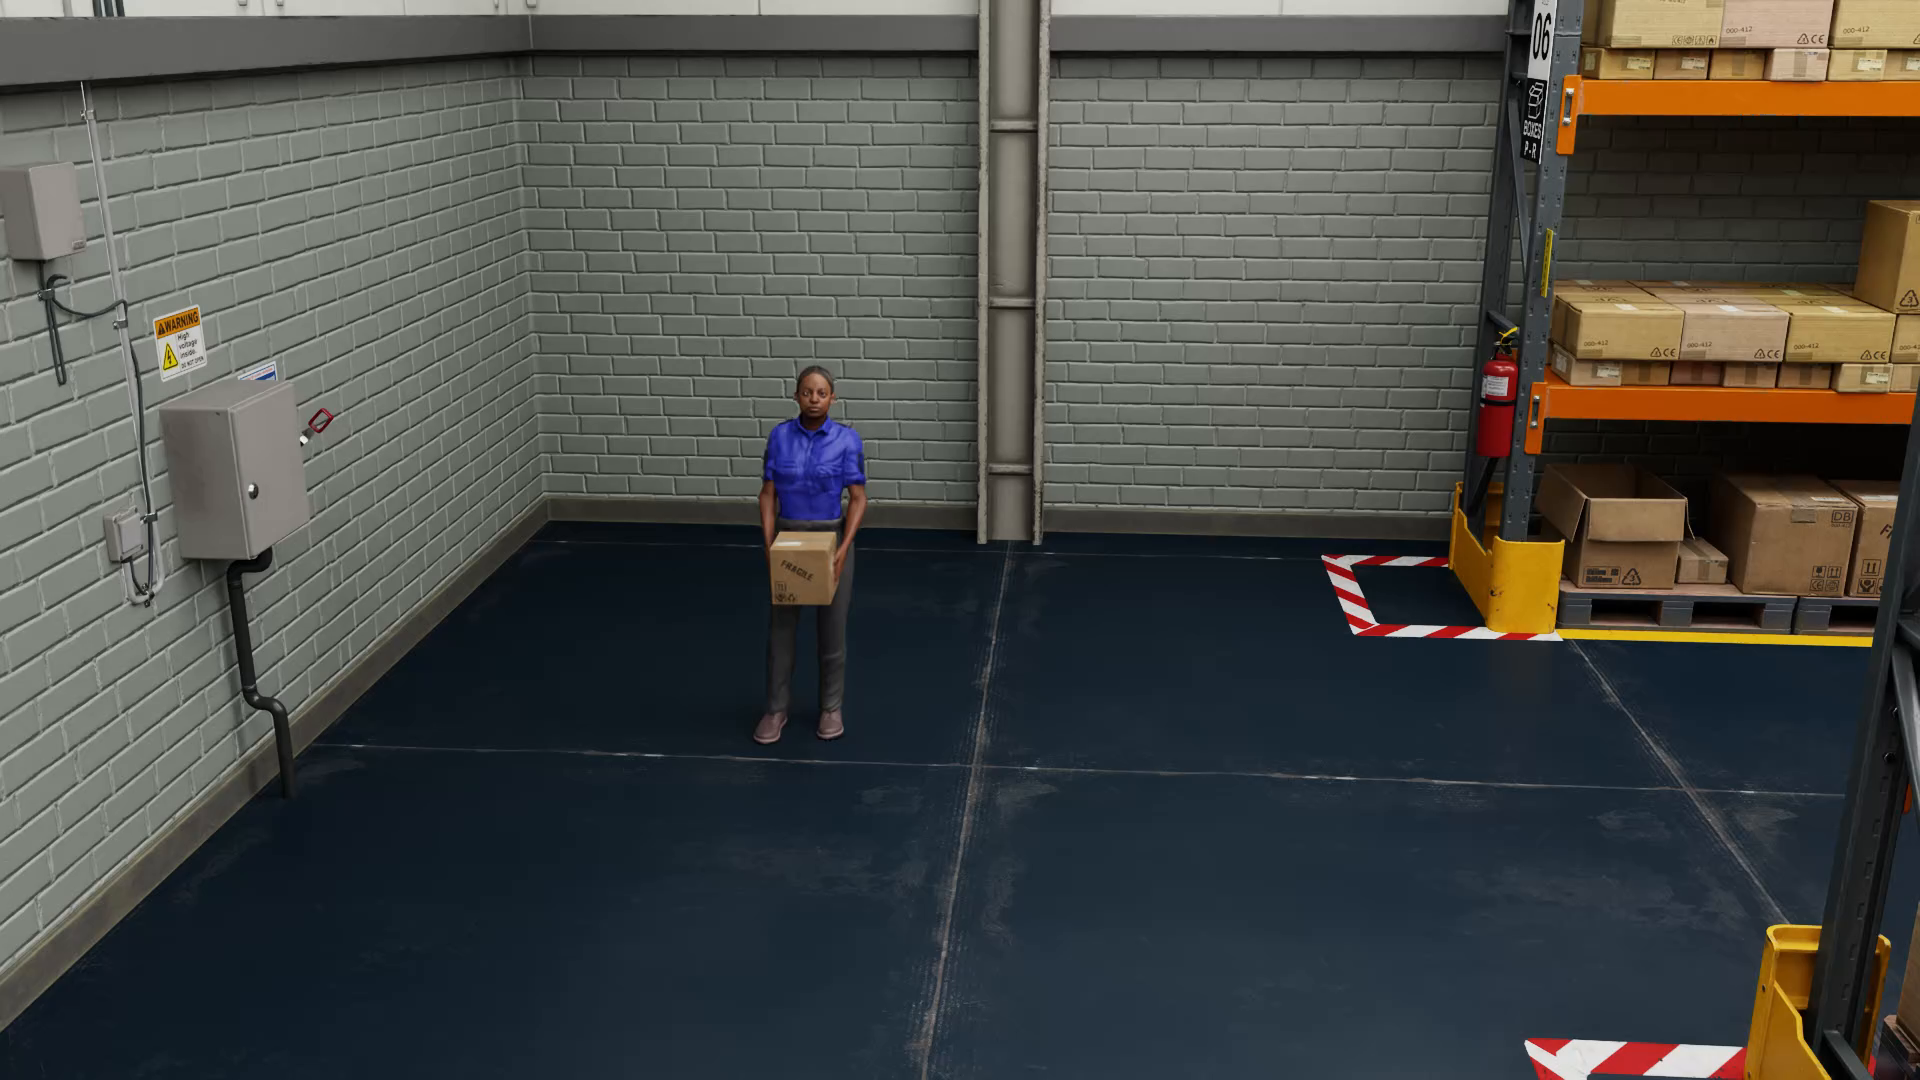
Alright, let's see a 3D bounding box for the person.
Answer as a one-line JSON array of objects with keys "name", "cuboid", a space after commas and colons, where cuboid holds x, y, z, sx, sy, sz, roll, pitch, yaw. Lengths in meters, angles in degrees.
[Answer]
[{"name": "person", "cuboid": [-0.663, 0.070, 7.335, 0.512, 1.658, 0.441, 1, 18, 4]}]
